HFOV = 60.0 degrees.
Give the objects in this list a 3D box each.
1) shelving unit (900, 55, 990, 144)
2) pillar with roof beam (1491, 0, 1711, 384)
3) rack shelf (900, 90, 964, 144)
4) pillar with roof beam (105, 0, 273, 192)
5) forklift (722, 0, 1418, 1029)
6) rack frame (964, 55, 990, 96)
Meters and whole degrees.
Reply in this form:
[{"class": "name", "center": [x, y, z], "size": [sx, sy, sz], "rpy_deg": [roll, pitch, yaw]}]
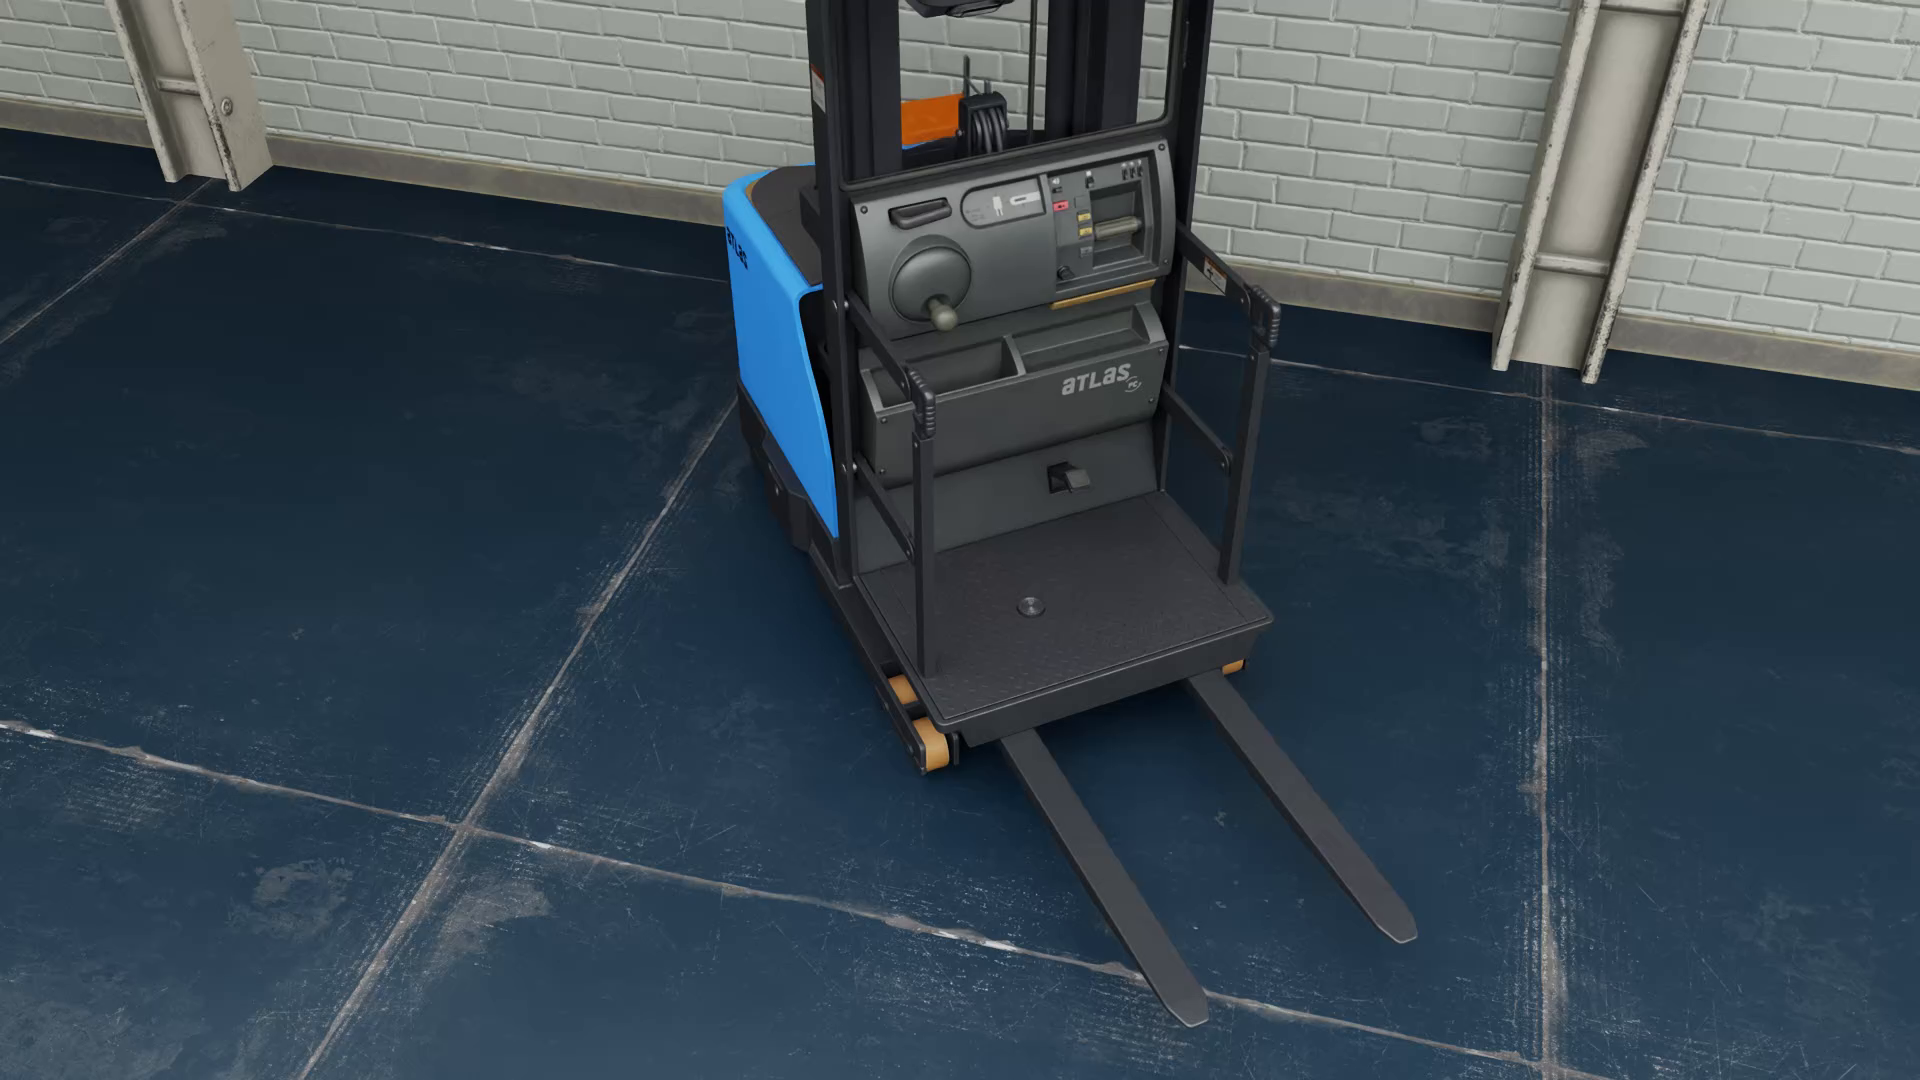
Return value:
[{"class": "shelving unit", "center": [-0.171, -1.148, 6.184], "size": [0.503, 1.200, 0.258], "rpy_deg": [-13, 42, -15]}, {"class": "pillar with roof beam", "center": [1.213, -1.507, 0.548], "size": [0.400, 9.000, 9.100], "rpy_deg": [10, 41, 11]}, {"class": "rack shelf", "center": [-0.171, -1.449, 5.931], "size": [0.480, 0.148, 0.258], "rpy_deg": [-13, 42, -15]}, {"class": "pillar with roof beam", "center": [-4.583, -2.505, 1.735], "size": [0.400, 9.000, 9.100], "rpy_deg": [10, 41, 11]}, {"class": "forklift", "center": [0.250, -0.754, 4.369], "size": [1.130, 2.935, 3.031], "rpy_deg": [-16, 43, -18]}, {"class": "rack frame", "center": [0.060, -1.200, 6.246], "size": [0.015, 1.200, 0.240], "rpy_deg": [-13, 42, -15]}]
